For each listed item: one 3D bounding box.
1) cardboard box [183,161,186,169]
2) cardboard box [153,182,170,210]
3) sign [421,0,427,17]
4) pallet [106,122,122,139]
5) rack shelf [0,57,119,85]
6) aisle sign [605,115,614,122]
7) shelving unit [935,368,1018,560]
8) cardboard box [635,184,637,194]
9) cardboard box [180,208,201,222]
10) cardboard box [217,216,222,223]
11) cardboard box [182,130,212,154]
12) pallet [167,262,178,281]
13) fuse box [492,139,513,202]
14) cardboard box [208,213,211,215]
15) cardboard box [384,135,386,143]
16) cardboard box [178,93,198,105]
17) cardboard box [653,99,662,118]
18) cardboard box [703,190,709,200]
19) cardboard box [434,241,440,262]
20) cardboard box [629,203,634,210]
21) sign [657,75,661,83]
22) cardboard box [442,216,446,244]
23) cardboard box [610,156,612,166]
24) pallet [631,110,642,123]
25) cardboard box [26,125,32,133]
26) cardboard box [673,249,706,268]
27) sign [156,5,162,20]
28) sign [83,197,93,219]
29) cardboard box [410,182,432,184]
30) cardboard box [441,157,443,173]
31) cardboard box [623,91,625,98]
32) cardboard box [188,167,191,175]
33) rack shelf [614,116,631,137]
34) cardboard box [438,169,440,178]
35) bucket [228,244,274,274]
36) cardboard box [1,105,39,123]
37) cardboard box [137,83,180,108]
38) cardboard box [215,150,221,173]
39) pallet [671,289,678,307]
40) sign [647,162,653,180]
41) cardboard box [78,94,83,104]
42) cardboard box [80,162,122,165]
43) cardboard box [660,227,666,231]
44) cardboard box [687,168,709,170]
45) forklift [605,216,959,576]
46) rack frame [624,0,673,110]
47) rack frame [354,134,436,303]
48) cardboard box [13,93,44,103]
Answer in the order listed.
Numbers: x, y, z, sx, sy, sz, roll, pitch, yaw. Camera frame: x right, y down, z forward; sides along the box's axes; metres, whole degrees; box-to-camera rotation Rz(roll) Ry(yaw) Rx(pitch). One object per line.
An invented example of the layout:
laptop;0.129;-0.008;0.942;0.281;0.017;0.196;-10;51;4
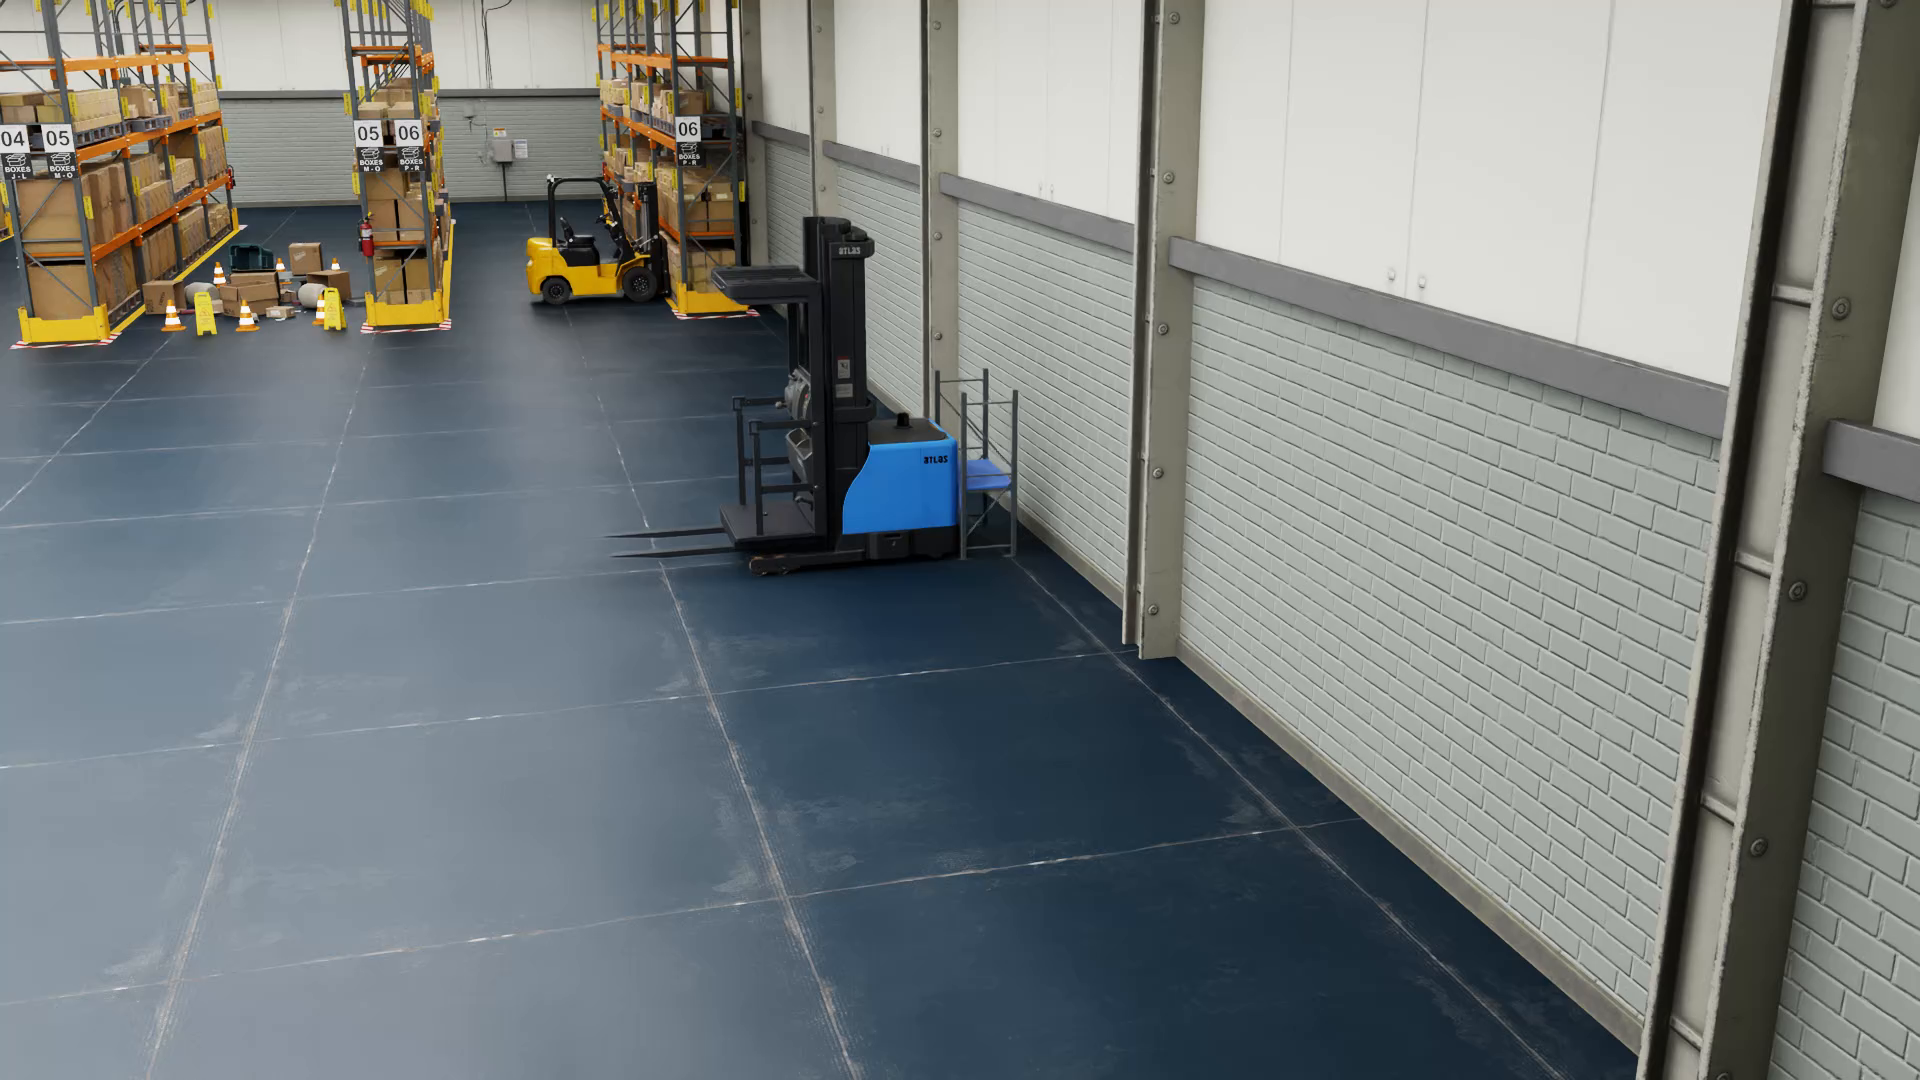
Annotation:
cardboard box;-16.410;-7.823;34.752;0.380;0.149;0.250;-5;18;-17
cardboard box;-15.371;-6.540;31.633;0.500;0.500;0.500;-5;17;-15
sign;-10.638;-10.557;32.990;0.100;0.325;0.005;-5;17;-15
pallet;-14.575;-6.794;27.593;1.003;0.211;1.213;-5;17;-15
rack shelf;-14.240;-7.411;26.224;1.077;0.370;4.000;-5;17;-15
aisle sign;-8.885;-11.000;42.136;0.394;0.787;0.004;-5;17;-15
shelving unit;0.133;-0.702;14.980;0.538;1.500;1.048;-4;17;-13
cardboard box;-6.499;-7.332;34.706;0.500;0.250;0.500;-5;17;-15
cardboard box;-16.412;-6.874;35.230;0.500;0.250;0.500;-4;17;-13
cardboard box;-17.214;-7.369;38.276;0.380;0.149;0.250;-5;17;-15
cardboard box;-17.144;-8.937;37.359;0.500;0.500;0.500;-4;17;-14
pallet;-15.745;-5.174;32.107;1.003;0.211;1.213;-5;17;-15
fuse box;-12.868;-10.432;47.004;0.539;1.711;0.414;-5;17;-15
cardboard box;-17.113;-7.289;37.494;0.380;0.149;0.250;-5;17;-17
cardboard box;-9.466;-6.475;26.814;0.380;0.149;0.250;-4;17;-14
cardboard box;-16.890;-9.596;36.159;0.500;0.250;0.500;-4;17;-13
cardboard box;-5.292;-7.833;30.150;0.500;0.311;0.500;-4;17;-14
cardboard box;-4.160;-5.869;28.274;0.380;0.149;0.250;-5;17;-15
cardboard box;-9.496;-5.007;29.449;0.500;0.500;0.500;-4;17;-14
cardboard box;-7.289;-7.559;37.689;0.380;0.149;0.250;-5;17;-15
sign;-6.952;-10.570;38.428;0.100;0.325;0.005;-5;17;-15
cardboard box;-11.508;-6.781;35.573;0.875;0.875;0.875;-4;17;-15
cardboard box;-8.276;-9.264;40.619;0.500;0.250;0.500;-5;17;-17
pallet;-6.113;-8.712;34.152;1.213;0.211;1.003;-4;17;-13
cardboard box;-14.107;-6.151;24.831;0.380;0.149;0.250;-5;17;-15
cardboard box;-4.613;-4.799;28.324;0.500;0.250;0.500;-4;17;-13
sign;-18.609;-12.262;38.667;0.100;0.325;0.005;-5;17;-15
sign;-13.155;-5.015;25.089;0.100;0.325;0.005;-5;17;-15
cardboard box;-9.697;-6.133;29.763;0.500;0.500;0.500;-5;17;-17
cardboard box;-12.540;-8.877;39.416;0.500;0.500;0.500;-4;17;-14
cardboard box;-7.049;-9.605;35.849;0.380;0.149;0.250;-5;17;-16
cardboard box;-16.550;-7.827;35.282;0.380;0.149;0.250;-4;17;-13
rack shelf;-6.935;-9.191;36.671;1.077;0.370;4.000;-5;17;-15
cardboard box;-11.452;-7.903;35.738;0.500;0.250;0.500;-4;17;-14
bucket;-12.535;-4.932;29.502;0.726;0.611;0.620;1;7;4
cardboard box;-14.093;-6.390;24.934;0.500;0.250;0.500;-4;17;-15
cardboard box;-16.990;-9.412;35.251;0.700;0.500;0.500;-5;17;-15
cardboard box;-17.431;-8.750;38.475;0.500;0.500;0.500;-5;17;-15
pallet;-4.437;-4.206;28.885;1.003;0.211;1.213;-5;17;-15
sign;-5.805;-6.911;31.167;0.100;0.325;0.005;-5;17;-15
cardboard box;-13.614;-6.725;25.357;0.380;0.149;0.250;-5;17;-16
cardboard box;-14.721;-6.111;28.242;0.875;0.550;0.550;-5;17;-15
cardboard box;-5.646;-5.862;32.949;0.875;0.625;0.625;-5;17;-16
cardboard box;-4.908;-6.876;31.109;0.380;0.149;0.250;-5;17;-15
forklift;-1.581;-1.262;14.358;3.031;2.935;1.130;-5;17;-15
rack frame;-6.386;-10.419;34.294;1.000;3.000;0.127;-5;17;-15
rack frame;-8.959;-4.940;26.481;1.000;3.000;0.127;-5;17;-15
cardboard box;-14.387;-6.815;25.655;0.380;0.149;0.250;-5;17;-15
